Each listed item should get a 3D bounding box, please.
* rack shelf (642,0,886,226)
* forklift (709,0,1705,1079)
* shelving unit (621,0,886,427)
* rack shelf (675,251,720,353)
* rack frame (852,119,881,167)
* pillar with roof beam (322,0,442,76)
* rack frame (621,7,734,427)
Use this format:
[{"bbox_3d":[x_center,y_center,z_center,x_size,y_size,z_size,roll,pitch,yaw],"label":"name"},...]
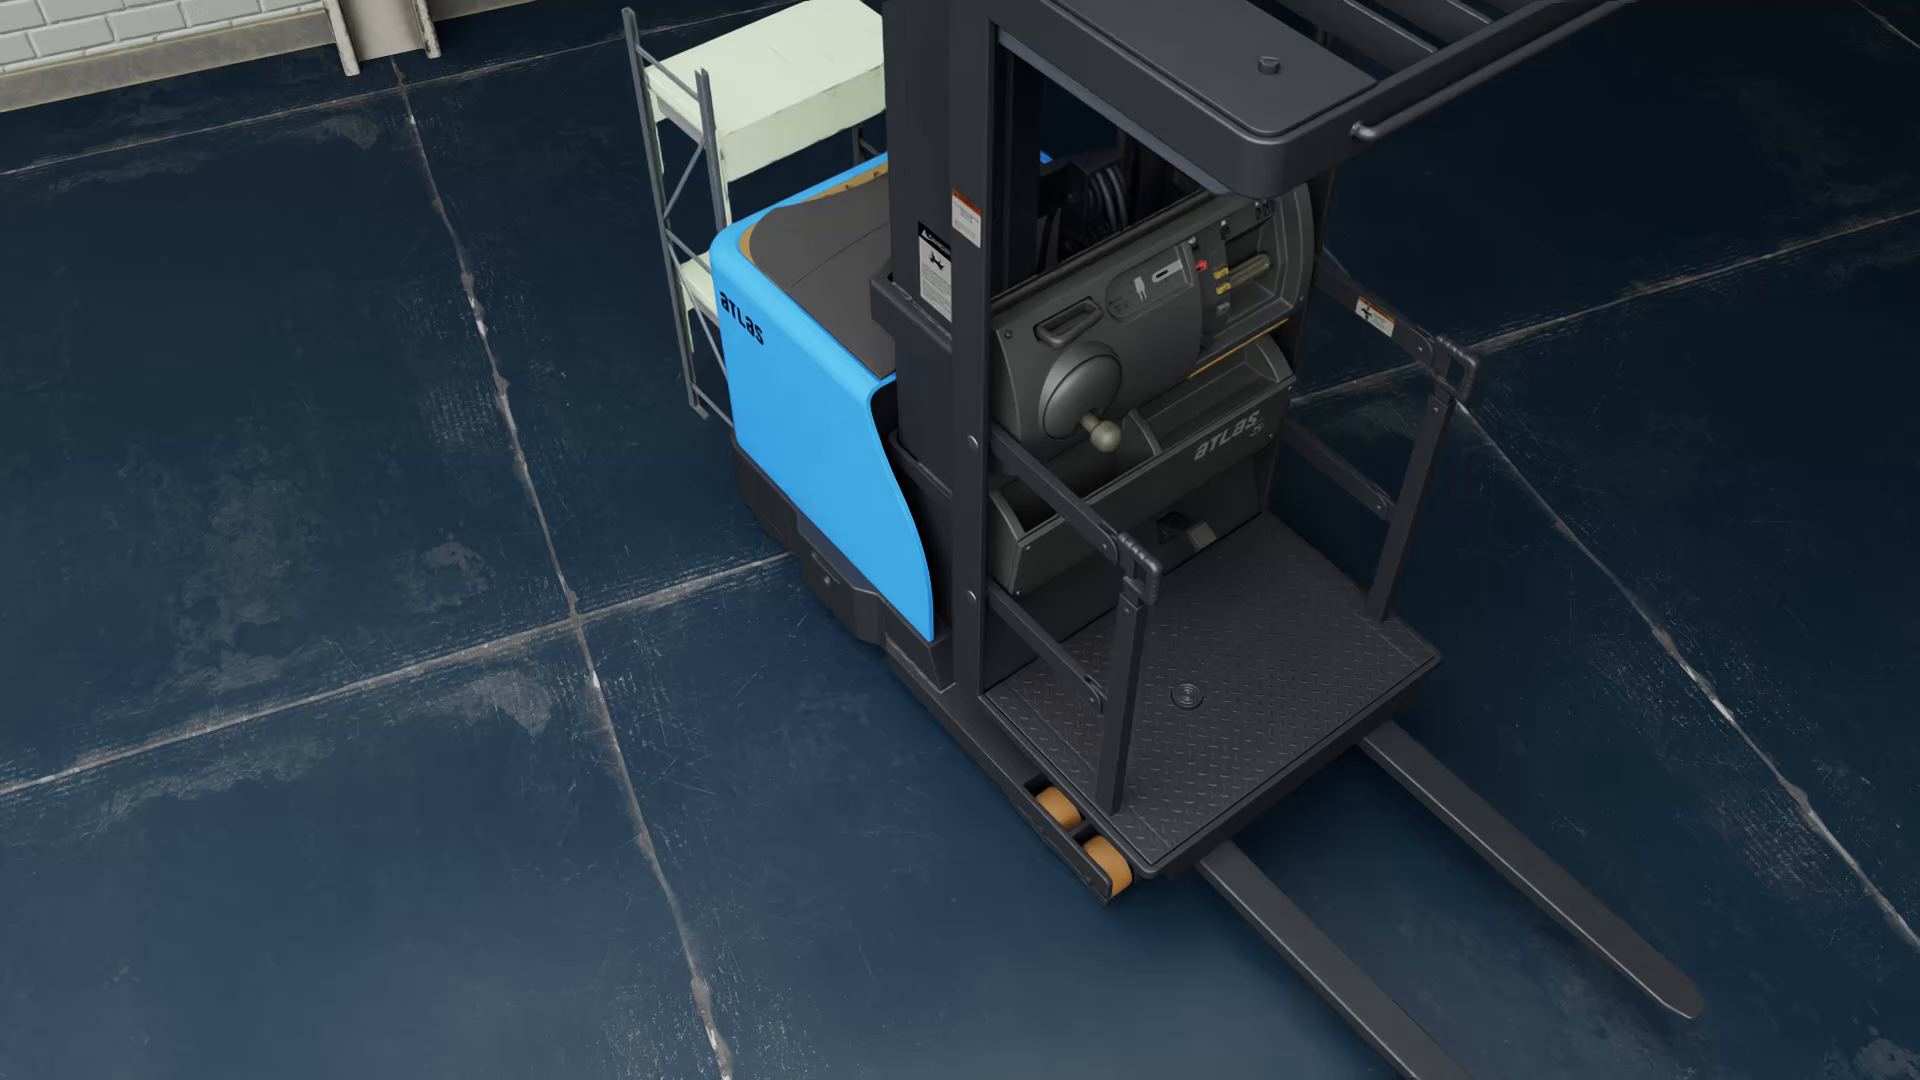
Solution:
[{"bbox_3d":[-0.500,-1.264,4.833,0.720,0.370,0.431,-31,56,-24],"label":"rack shelf"},{"bbox_3d":[0.597,-0.438,3.694,1.130,2.935,3.031,-31,56,-24],"label":"forklift"},{"bbox_3d":[-0.500,-1.010,5.129,0.755,1.500,0.431,-31,56,-24],"label":"shelving unit"},{"bbox_3d":[-0.500,-0.798,5.376,0.720,0.370,0.431,-31,56,-24],"label":"rack shelf"},{"bbox_3d":[-0.214,-1.184,5.278,0.023,1.500,0.400,-31,56,-24],"label":"rack frame"},{"bbox_3d":[-0.793,-1.998,1.034,0.400,9.000,9.100,-17,52,-14],"label":"pillar with roof beam"},{"bbox_3d":[-0.785,-0.836,4.980,0.023,1.500,0.400,-31,56,-24],"label":"rack frame"}]
